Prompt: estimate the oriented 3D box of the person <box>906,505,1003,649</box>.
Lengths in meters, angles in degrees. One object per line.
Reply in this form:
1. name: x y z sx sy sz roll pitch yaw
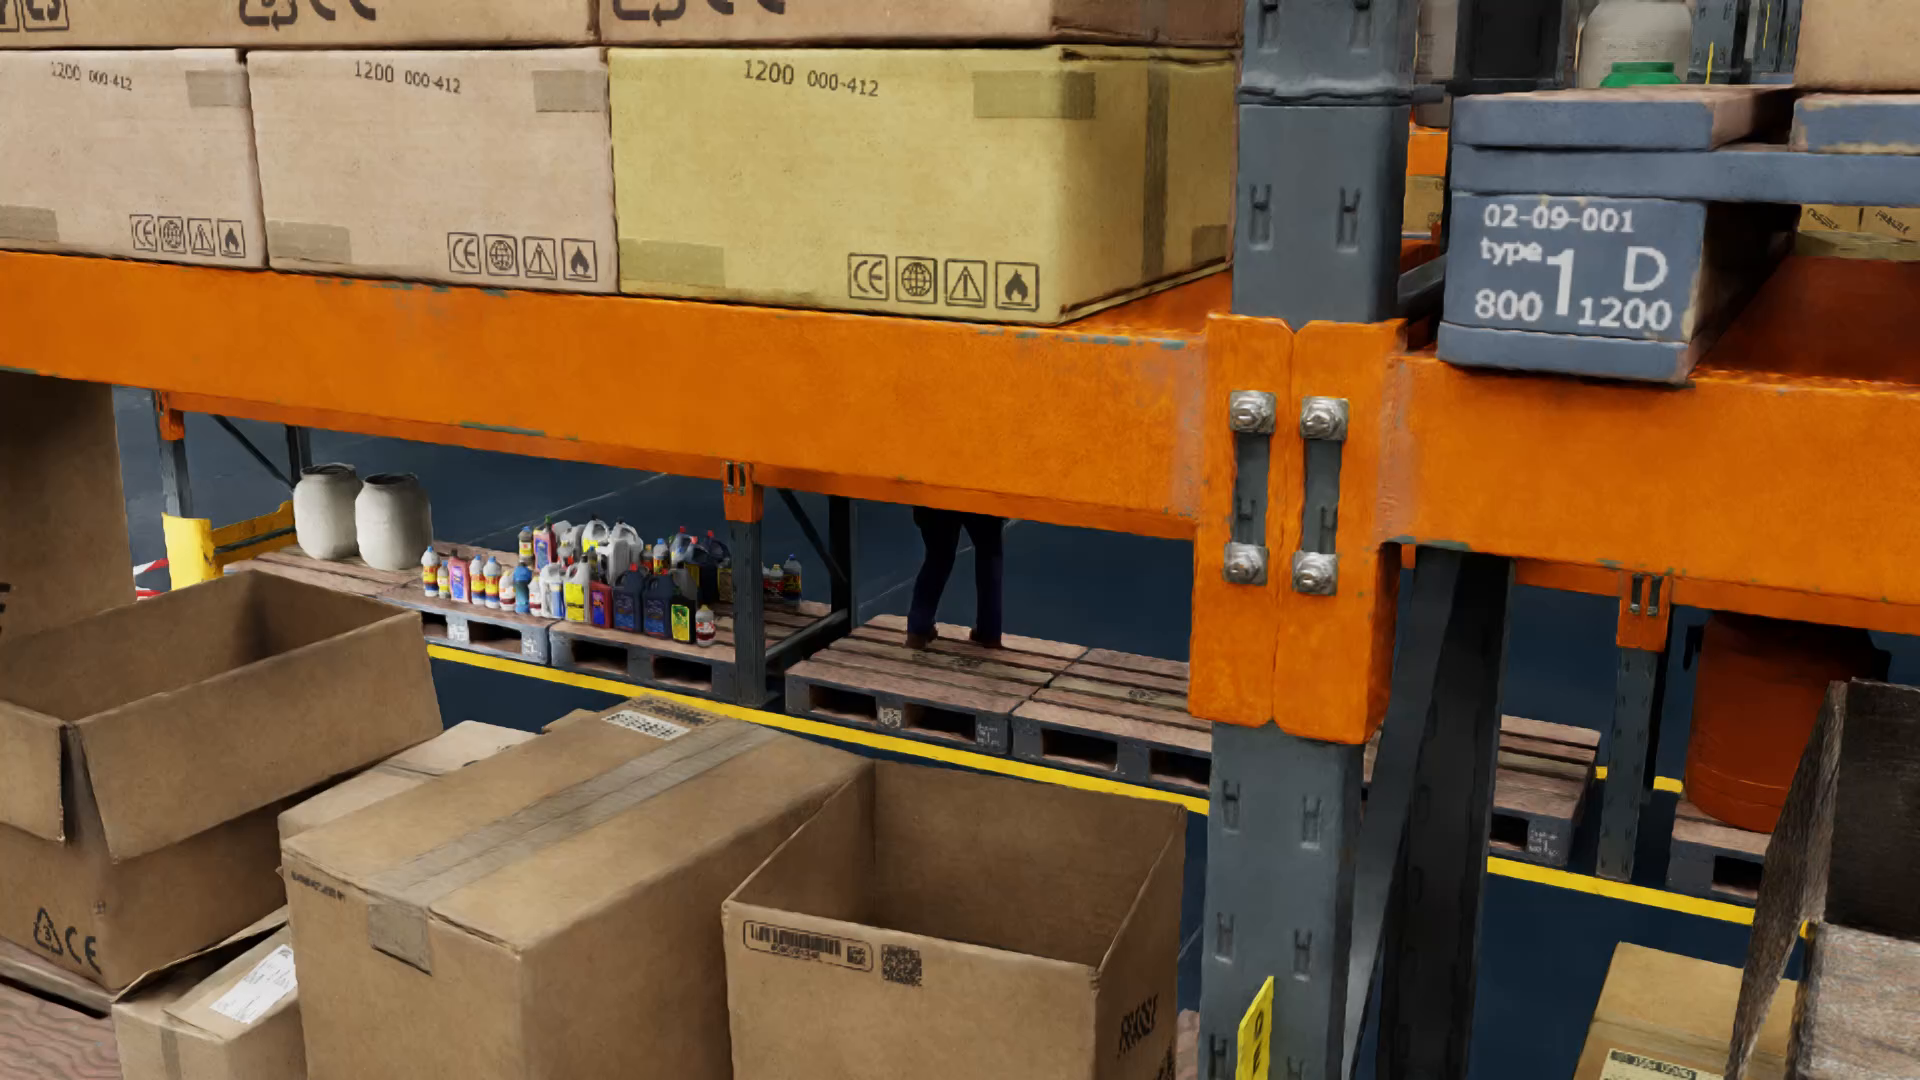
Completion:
1. person: -0.007 -0.231 8.259 0.503 1.579 0.434 5 17 16
